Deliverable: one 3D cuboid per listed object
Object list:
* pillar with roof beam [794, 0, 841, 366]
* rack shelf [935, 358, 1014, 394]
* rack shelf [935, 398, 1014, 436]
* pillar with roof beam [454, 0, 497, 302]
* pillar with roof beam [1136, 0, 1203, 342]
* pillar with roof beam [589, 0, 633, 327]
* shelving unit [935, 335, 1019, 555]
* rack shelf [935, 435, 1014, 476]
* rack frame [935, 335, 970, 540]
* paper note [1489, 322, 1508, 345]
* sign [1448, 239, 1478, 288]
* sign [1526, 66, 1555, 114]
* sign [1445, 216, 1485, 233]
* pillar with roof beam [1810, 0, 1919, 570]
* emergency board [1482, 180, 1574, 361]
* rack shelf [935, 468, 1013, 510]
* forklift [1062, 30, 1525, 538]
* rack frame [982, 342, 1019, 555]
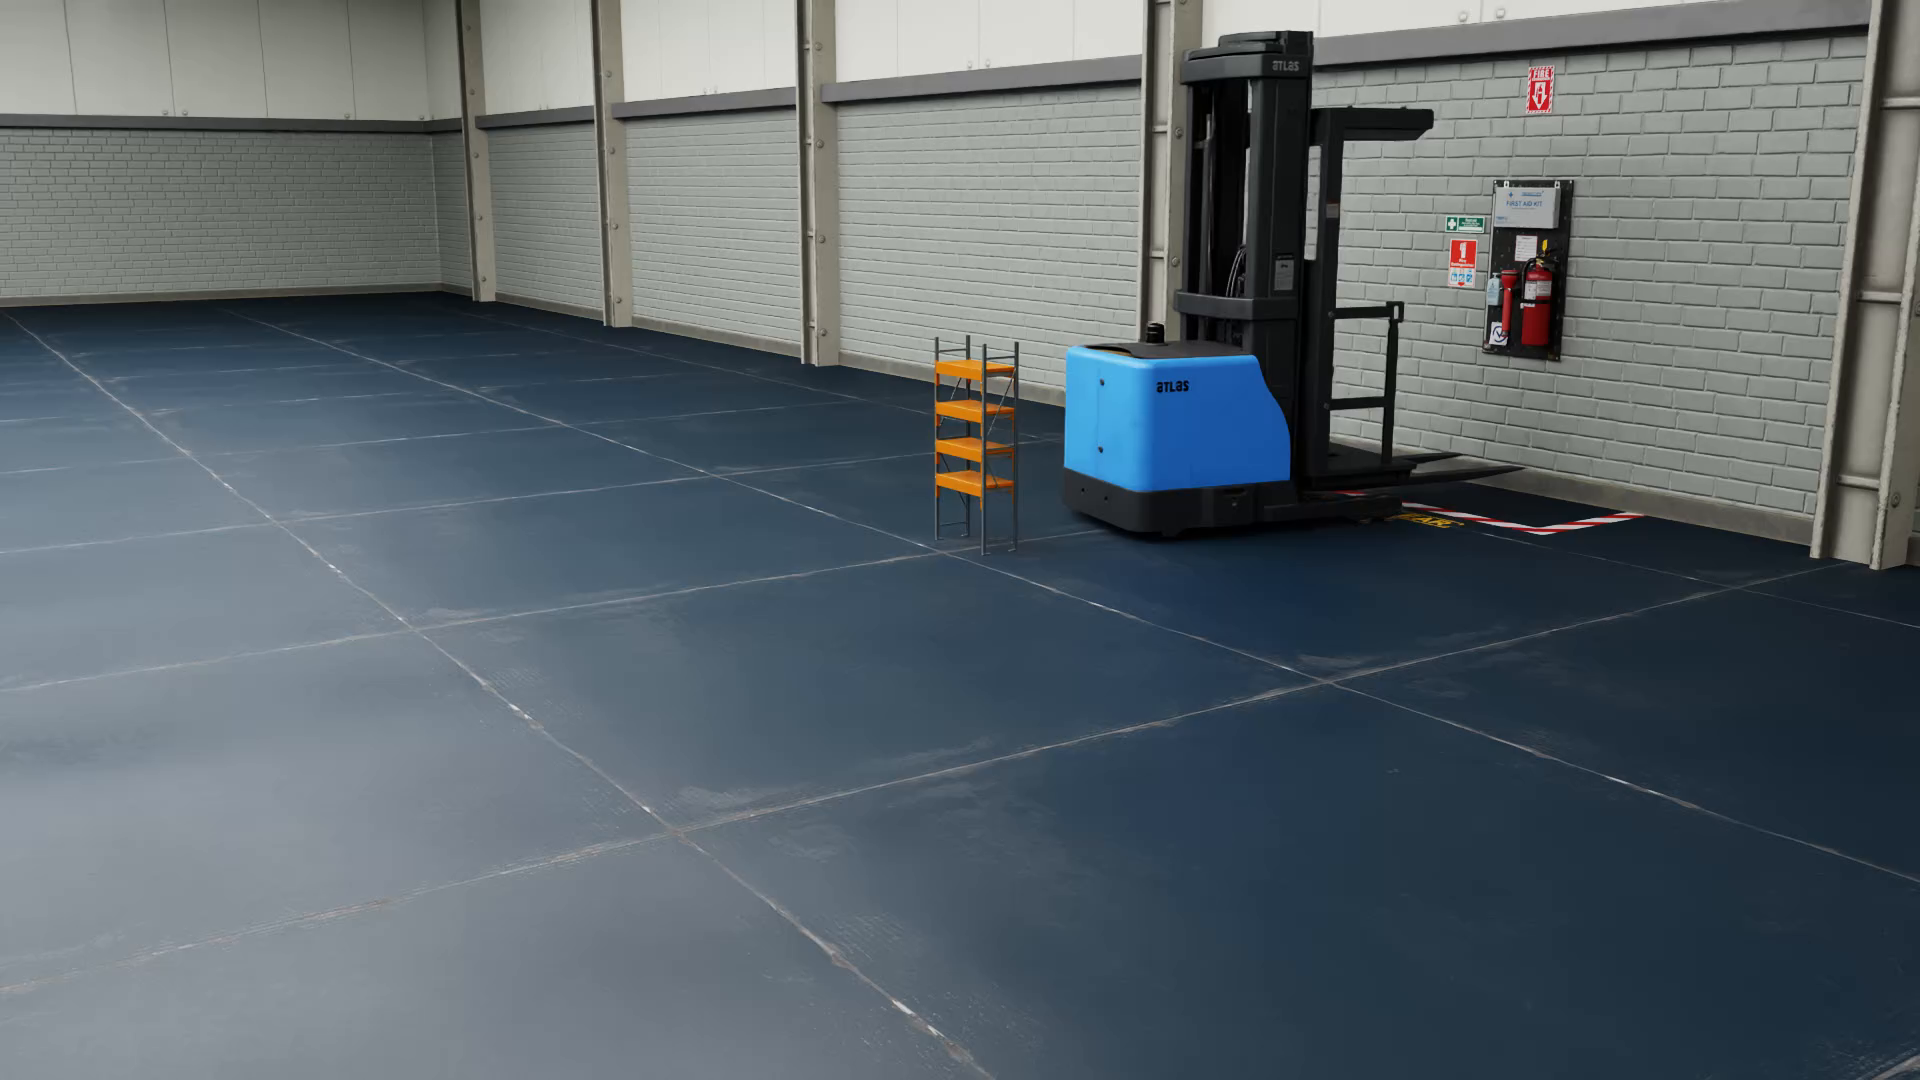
[{"bbox_3d":[-5.180,-5.909,15.820,9.100,9.000,0.400,-8,15,-33],"label":"pillar with roof beam"},{"bbox_3d":[0.092,-0.941,9.515,0.258,0.148,0.480,-8,15,-33],"label":"rack shelf"},{"bbox_3d":[0.092,-0.710,9.566,0.258,0.148,0.480,-8,15,-33],"label":"rack shelf"},{"bbox_3d":[-11.828,-8.043,25.579,9.100,9.000,0.400,-8,15,-33],"label":"pillar with roof beam"},{"bbox_3d":[-1.855,-4.842,10.940,9.100,9.000,0.400,-8,15,-33],"label":"pillar with roof beam"},{"bbox_3d":[-8.504,-6.976,20.699,9.100,9.000,0.400,-8,15,-33],"label":"pillar with roof beam"},{"bbox_3d":[0.092,-0.557,9.599,0.258,1.200,0.503,-8,15,-33],"label":"shelving unit"},{"bbox_3d":[0.092,-0.491,9.613,0.258,0.148,0.480,-8,15,-33],"label":"rack shelf"},{"bbox_3d":[-0.043,-0.600,9.797,0.240,1.200,0.015,-8,15,-33],"label":"rack frame"},{"bbox_3d":[3.675,-1.407,11.337,0.016,0.148,0.142,-8,15,-33],"label":"paper note"},{"bbox_3d":[3.495,-1.926,11.564,0.001,0.329,0.234,-8,15,-33],"label":"sign"},{"bbox_3d":[3.794,-2.944,10.875,0.001,0.298,0.199,-8,15,-33],"label":"sign"},{"bbox_3d":[3.490,-2.183,11.499,0.001,0.109,0.331,-8,15,-33],"label":"sign"},{"bbox_3d":[1.469,-3.775,6.061,9.100,9.000,0.400,-8,15,-33],"label":"pillar with roof beam"},{"bbox_3d":[3.715,-1.798,11.062,0.194,1.169,0.643,-8,15,-33],"label":"emergency board"},{"bbox_3d":[0.092,-0.297,9.656,0.258,0.148,0.480,-8,15,-33],"label":"rack shelf"},{"bbox_3d":[2.213,-1.629,10.449,3.031,2.935,1.130,-5,13,-22],"label":"forklift"},{"bbox_3d":[0.227,-0.513,9.401,0.240,1.200,0.015,-8,15,-33],"label":"rack frame"}]
